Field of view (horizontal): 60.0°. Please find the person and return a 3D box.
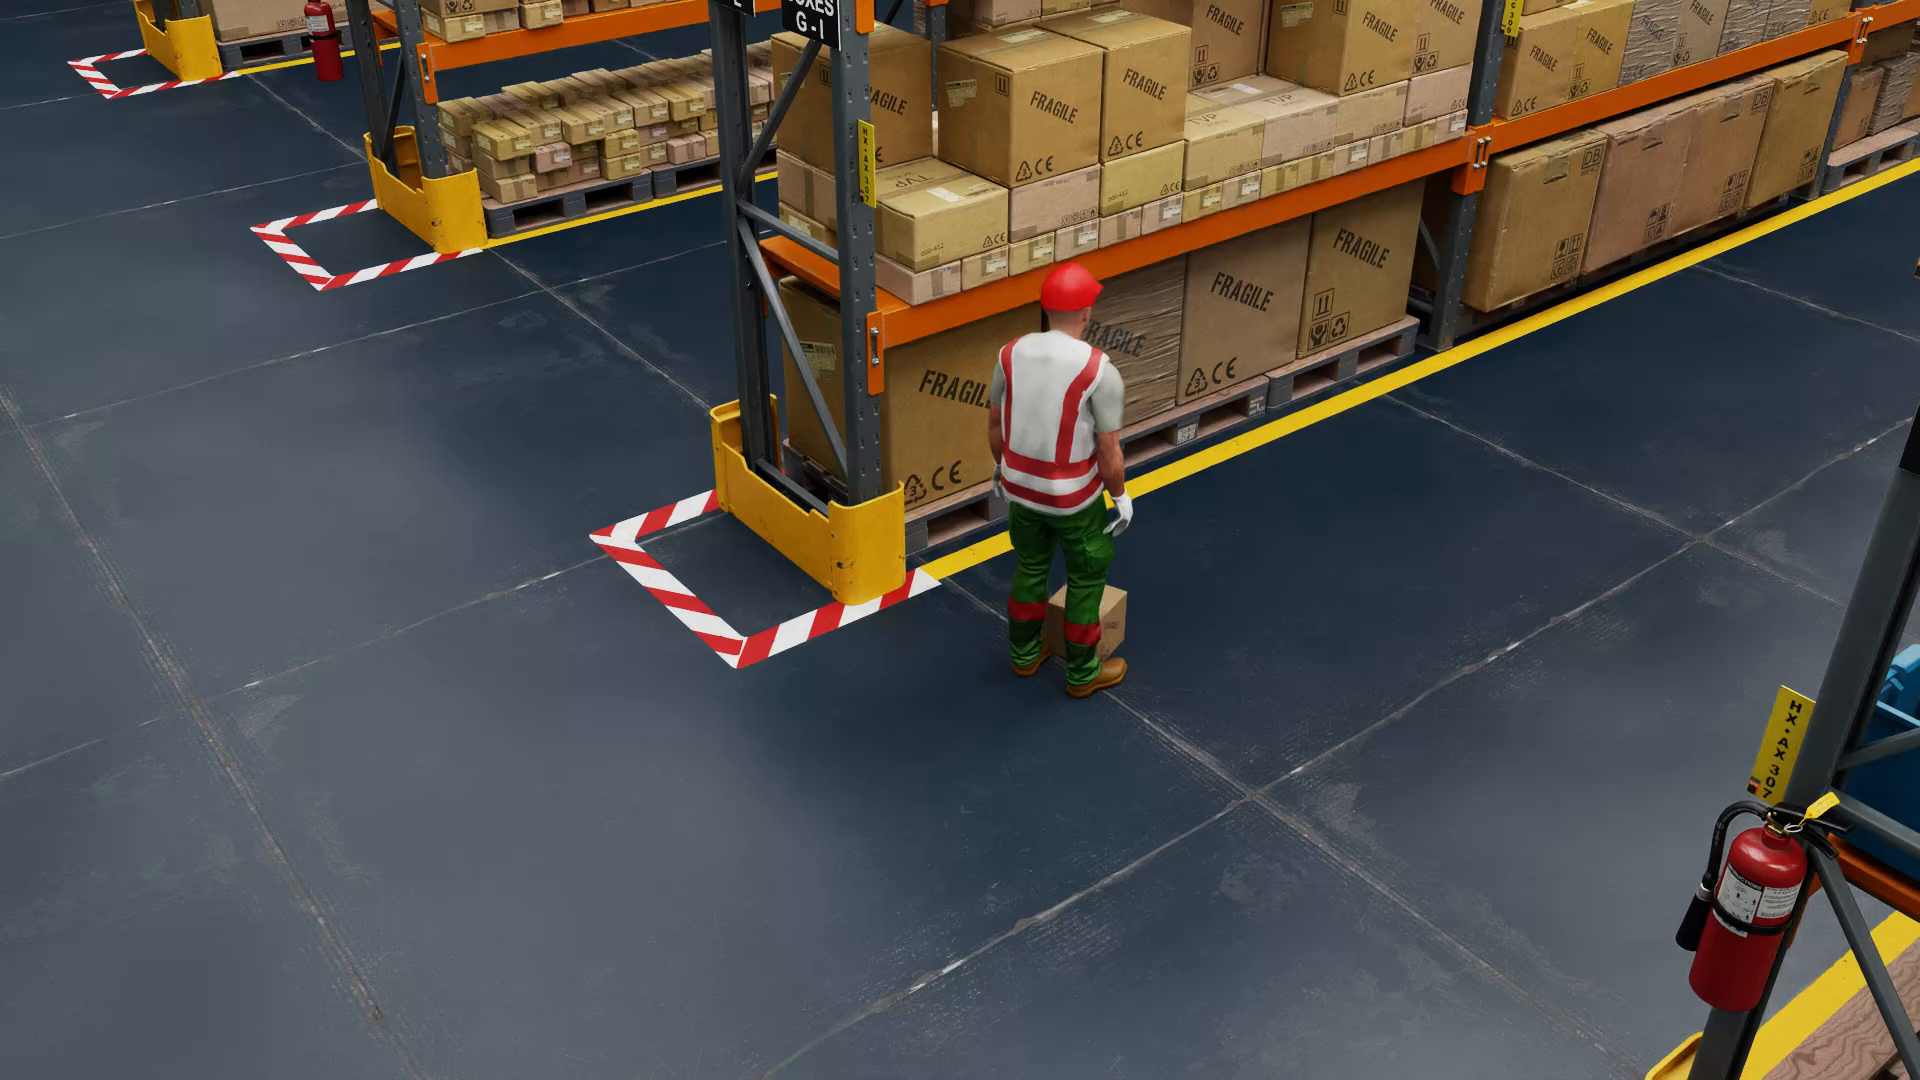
[{"bbox_3d":[0.389,-0.211,6.462,0.613,1.778,0.452,19,37,28],"label":"person"}]
